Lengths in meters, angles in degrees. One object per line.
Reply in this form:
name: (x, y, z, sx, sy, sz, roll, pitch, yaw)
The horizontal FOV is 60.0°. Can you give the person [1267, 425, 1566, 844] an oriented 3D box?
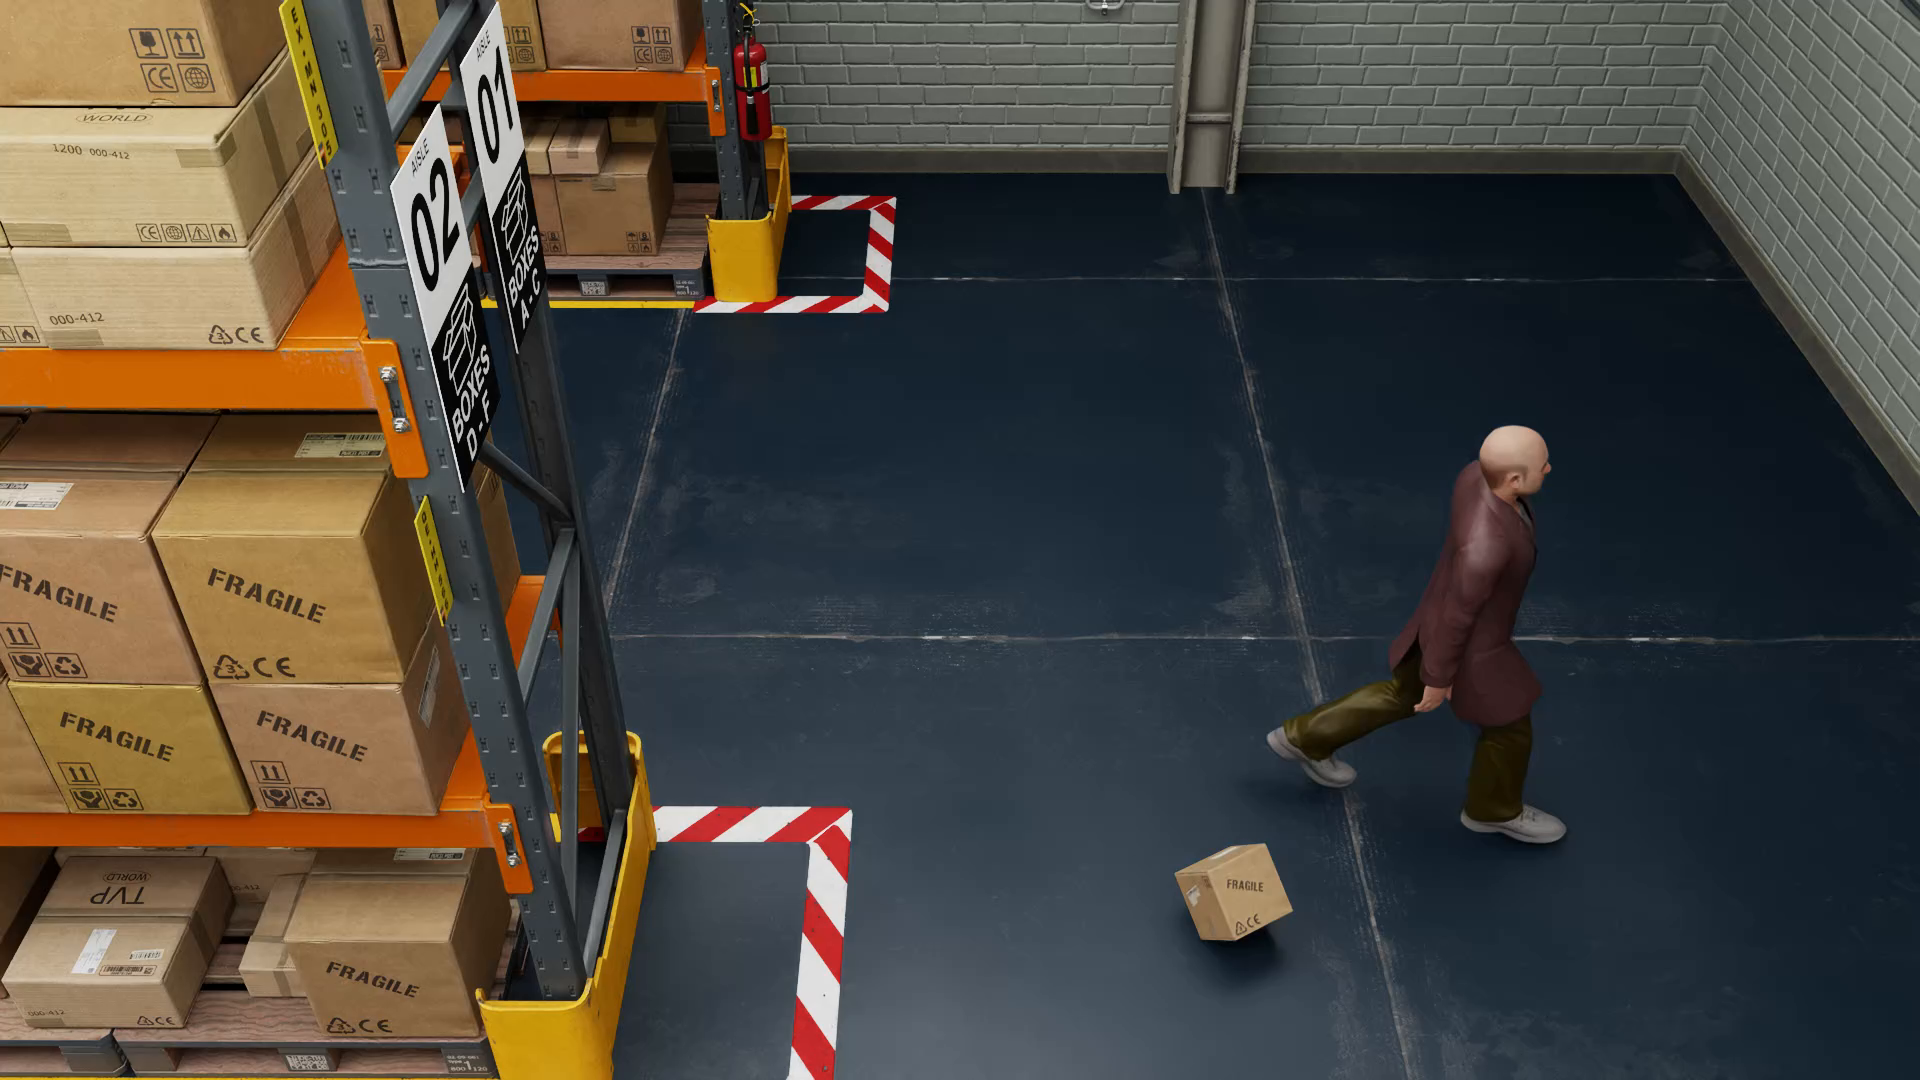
person: (1.703, 0.310, 5.795, 1.105, 1.728, 0.586, 4, 39, 5)
